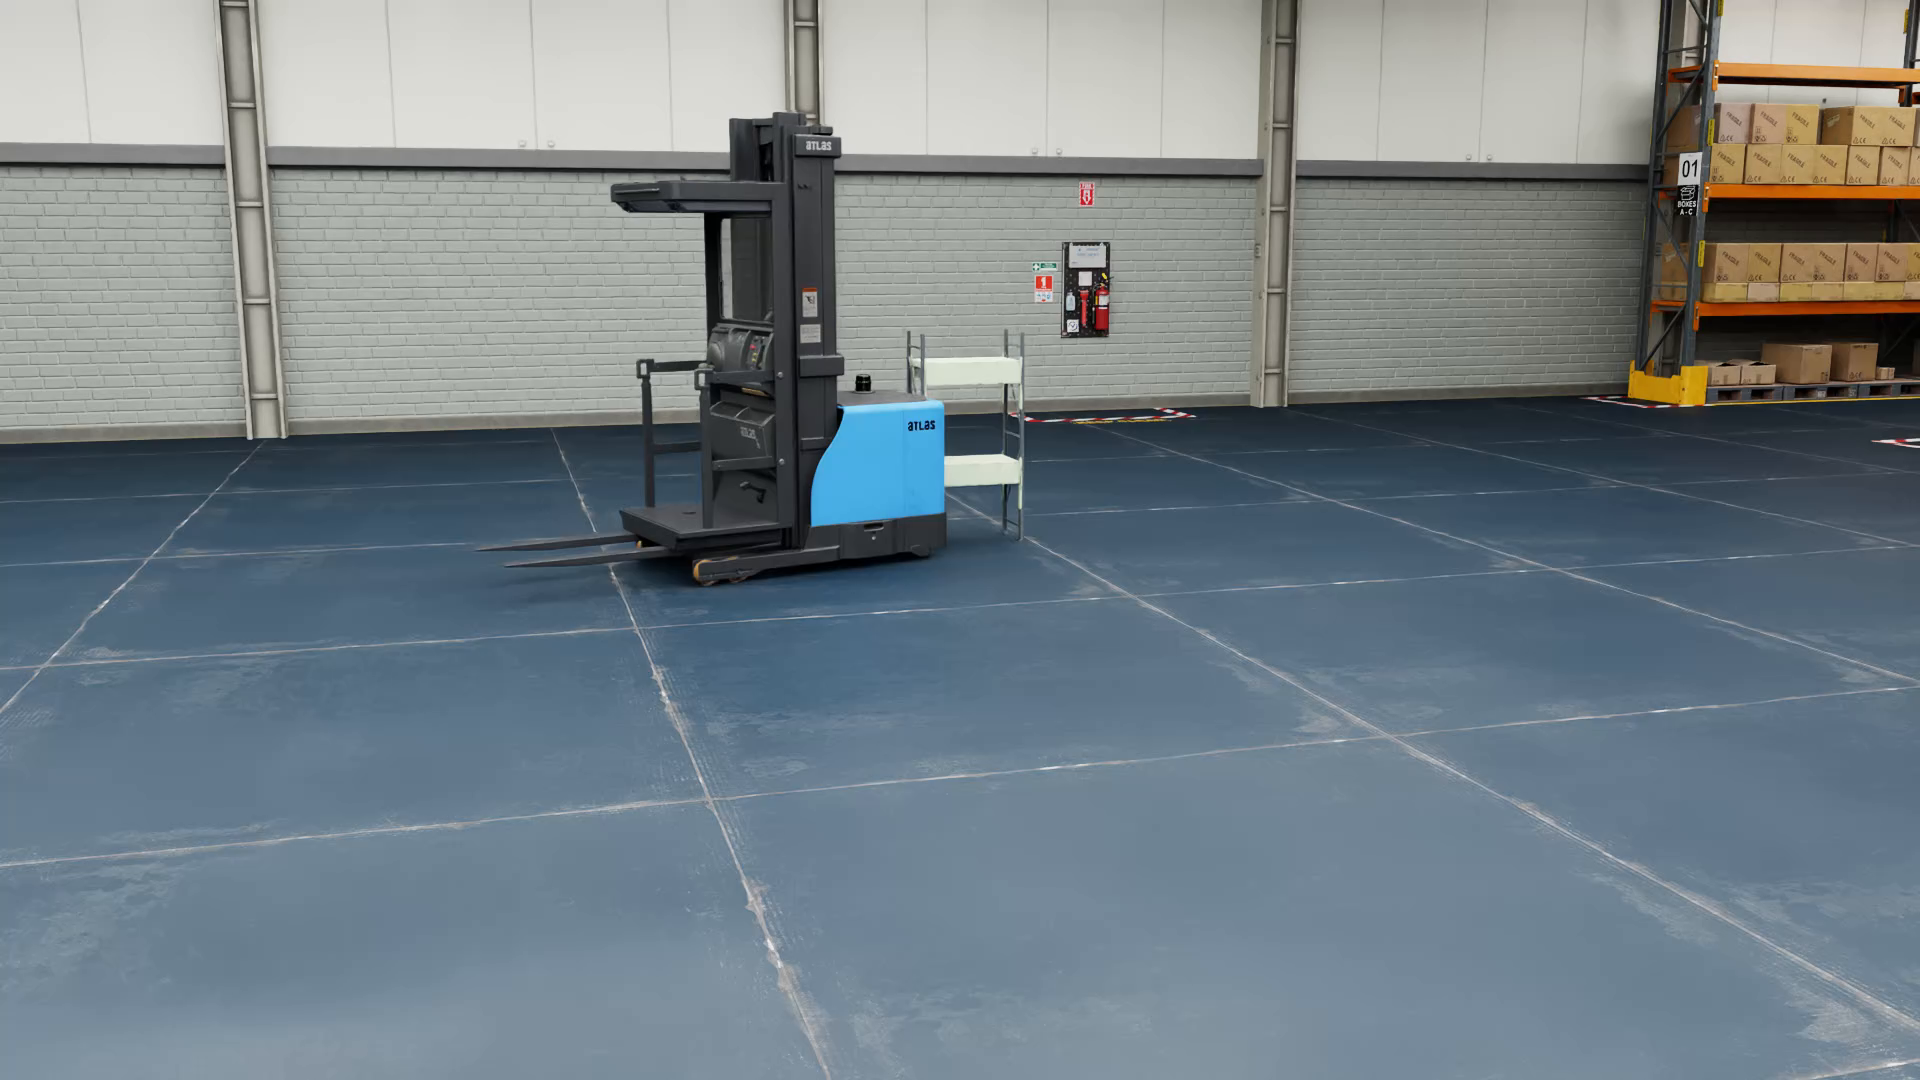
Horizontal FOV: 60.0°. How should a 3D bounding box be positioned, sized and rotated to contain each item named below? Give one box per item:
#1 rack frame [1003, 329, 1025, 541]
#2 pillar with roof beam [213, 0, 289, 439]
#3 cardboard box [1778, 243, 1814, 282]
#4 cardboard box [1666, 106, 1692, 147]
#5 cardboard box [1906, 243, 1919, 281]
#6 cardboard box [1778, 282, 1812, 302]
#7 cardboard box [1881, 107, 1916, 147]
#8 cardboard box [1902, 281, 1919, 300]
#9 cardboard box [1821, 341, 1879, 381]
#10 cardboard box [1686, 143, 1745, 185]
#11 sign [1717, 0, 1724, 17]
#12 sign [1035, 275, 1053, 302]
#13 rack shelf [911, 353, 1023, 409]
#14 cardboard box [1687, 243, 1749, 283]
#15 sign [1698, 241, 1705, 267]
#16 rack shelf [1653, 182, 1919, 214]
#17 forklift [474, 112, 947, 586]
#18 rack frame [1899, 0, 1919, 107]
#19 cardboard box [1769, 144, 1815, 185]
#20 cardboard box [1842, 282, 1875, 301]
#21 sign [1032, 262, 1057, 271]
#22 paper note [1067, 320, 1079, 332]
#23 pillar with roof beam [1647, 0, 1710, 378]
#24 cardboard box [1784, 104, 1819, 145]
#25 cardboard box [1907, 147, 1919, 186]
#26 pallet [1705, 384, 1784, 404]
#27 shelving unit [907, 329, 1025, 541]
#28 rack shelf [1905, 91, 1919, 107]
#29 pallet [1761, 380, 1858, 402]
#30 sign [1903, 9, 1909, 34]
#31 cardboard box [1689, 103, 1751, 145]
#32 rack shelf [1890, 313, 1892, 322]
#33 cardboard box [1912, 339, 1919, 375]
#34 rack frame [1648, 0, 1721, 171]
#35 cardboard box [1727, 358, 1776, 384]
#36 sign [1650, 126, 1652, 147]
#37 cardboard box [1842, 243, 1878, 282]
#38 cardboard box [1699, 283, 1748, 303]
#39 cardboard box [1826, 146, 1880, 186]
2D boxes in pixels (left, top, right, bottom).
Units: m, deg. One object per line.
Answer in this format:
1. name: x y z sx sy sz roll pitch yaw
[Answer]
1. rack frame: 0.387 -0.763 12.048 0.023 1.500 0.400 -3 11 -17
2. pillar with roof beam: -6.343 -4.800 13.264 0.400 9.000 9.100 -3 11 -16
3. cardboard box: 10.823 -3.648 21.865 0.500 0.500 0.500 -3 11 -18
4. cardboard box: 9.646 -5.416 21.803 0.500 0.500 0.500 -3 11 -13
5. cardboard box: 12.779 -3.752 22.432 0.500 0.500 0.500 -3 11 -16
6. cardboard box: 10.848 -3.282 21.948 0.500 0.250 0.500 -3 11 -17
7. cardboard box: 12.215 -5.449 21.982 0.500 0.500 0.500 -2 11 -13
8. cardboard box: 12.776 -3.385 22.506 0.500 0.250 0.500 -3 11 -16
9. cardboard box: 12.161 -2.453 22.774 0.500 0.500 0.500 -4 11 -20
10. cardboard box: 9.696 -4.830 21.384 0.500 0.500 0.500 -3 11 -14
11. sign: 9.457 -6.677 20.664 0.005 0.325 0.100 -3 11 -16
12. sign: 1.032 -3.094 20.470 0.234 0.329 0.001 -3 11 -16
13. rack shelf: 0.037 -1.127 11.870 0.720 0.370 0.431 -3 11 -17
14. cardboard box: 9.848 -3.600 21.602 0.500 0.500 0.500 -3 11 -16
15. sign: 9.457 -3.654 21.220 0.005 0.325 0.100 -3 11 -16
16. rack shelf: 11.226 -4.545 22.154 4.000 0.370 1.077 -3 11 -16
17. forklift: -1.616 -1.262 10.804 3.031 2.935 1.130 -6 12 -31
18. rack frame: 13.146 -6.476 22.367 0.127 3.000 1.000 -3 11 -16
19. cardboard box: 10.720 -4.878 21.645 0.500 0.500 0.500 -2 11 -13
20. cardboard box: 11.817 -3.333 22.224 0.500 0.250 0.500 -3 11 -16
21. sign: 1.039 -3.353 20.415 0.331 0.109 0.001 -3 11 -16
22. paper note: 1.402 -2.656 20.624 0.142 0.148 0.016 -3 11 -16
23. pillar with roof beam: 10.939 -5.711 18.212 0.400 9.000 9.100 -3 11 -16
24. cardboard box: 10.728 -5.371 21.556 0.500 0.500 0.500 -3 11 -14
25. cardboard box: 12.728 -4.991 22.255 0.500 0.500 0.500 -3 11 -14
26. pallet: 10.168 -1.990 22.274 1.213 0.211 1.003 -3 11 -16
27. shelving unit: 0.037 -0.743 11.941 0.755 1.500 0.431 -3 11 -17
28. rack shelf: 15.066 -6.026 23.019 4.000 0.370 1.077 -3 11 -16
29. pallet: 11.338 -2.051 22.606 1.213 0.211 1.003 -3 11 -16
30. sign: 12.985 -7.109 22.791 0.005 0.325 0.100 -3 11 -16
31. cardboard box: 9.743 -5.326 21.315 0.500 0.500 0.500 -4 11 -20
32. rack shelf: 15.066 -3.273 23.525 4.000 0.370 1.077 -3 11 -16
33. cardboard box: 13.848 -2.552 23.315 0.500 0.500 0.700 -3 11 -14
34. rack frame: 9.306 -6.273 21.268 0.127 3.000 1.000 -3 11 -16
35. cardboard box: 10.542 -2.265 22.277 0.500 0.311 0.500 -2 11 -11
36. sign: 9.170 -5.331 21.989 0.005 0.325 0.100 -3 11 -16
37. cardboard box: 11.814 -3.703 22.162 0.500 0.500 0.500 -3 11 -18
38. cardboard box: 9.863 -3.228 21.657 0.500 0.250 0.500 -3 11 -18
39. cardboard box: 11.720 -4.933 21.941 0.500 0.500 0.500 -3 11 -18
